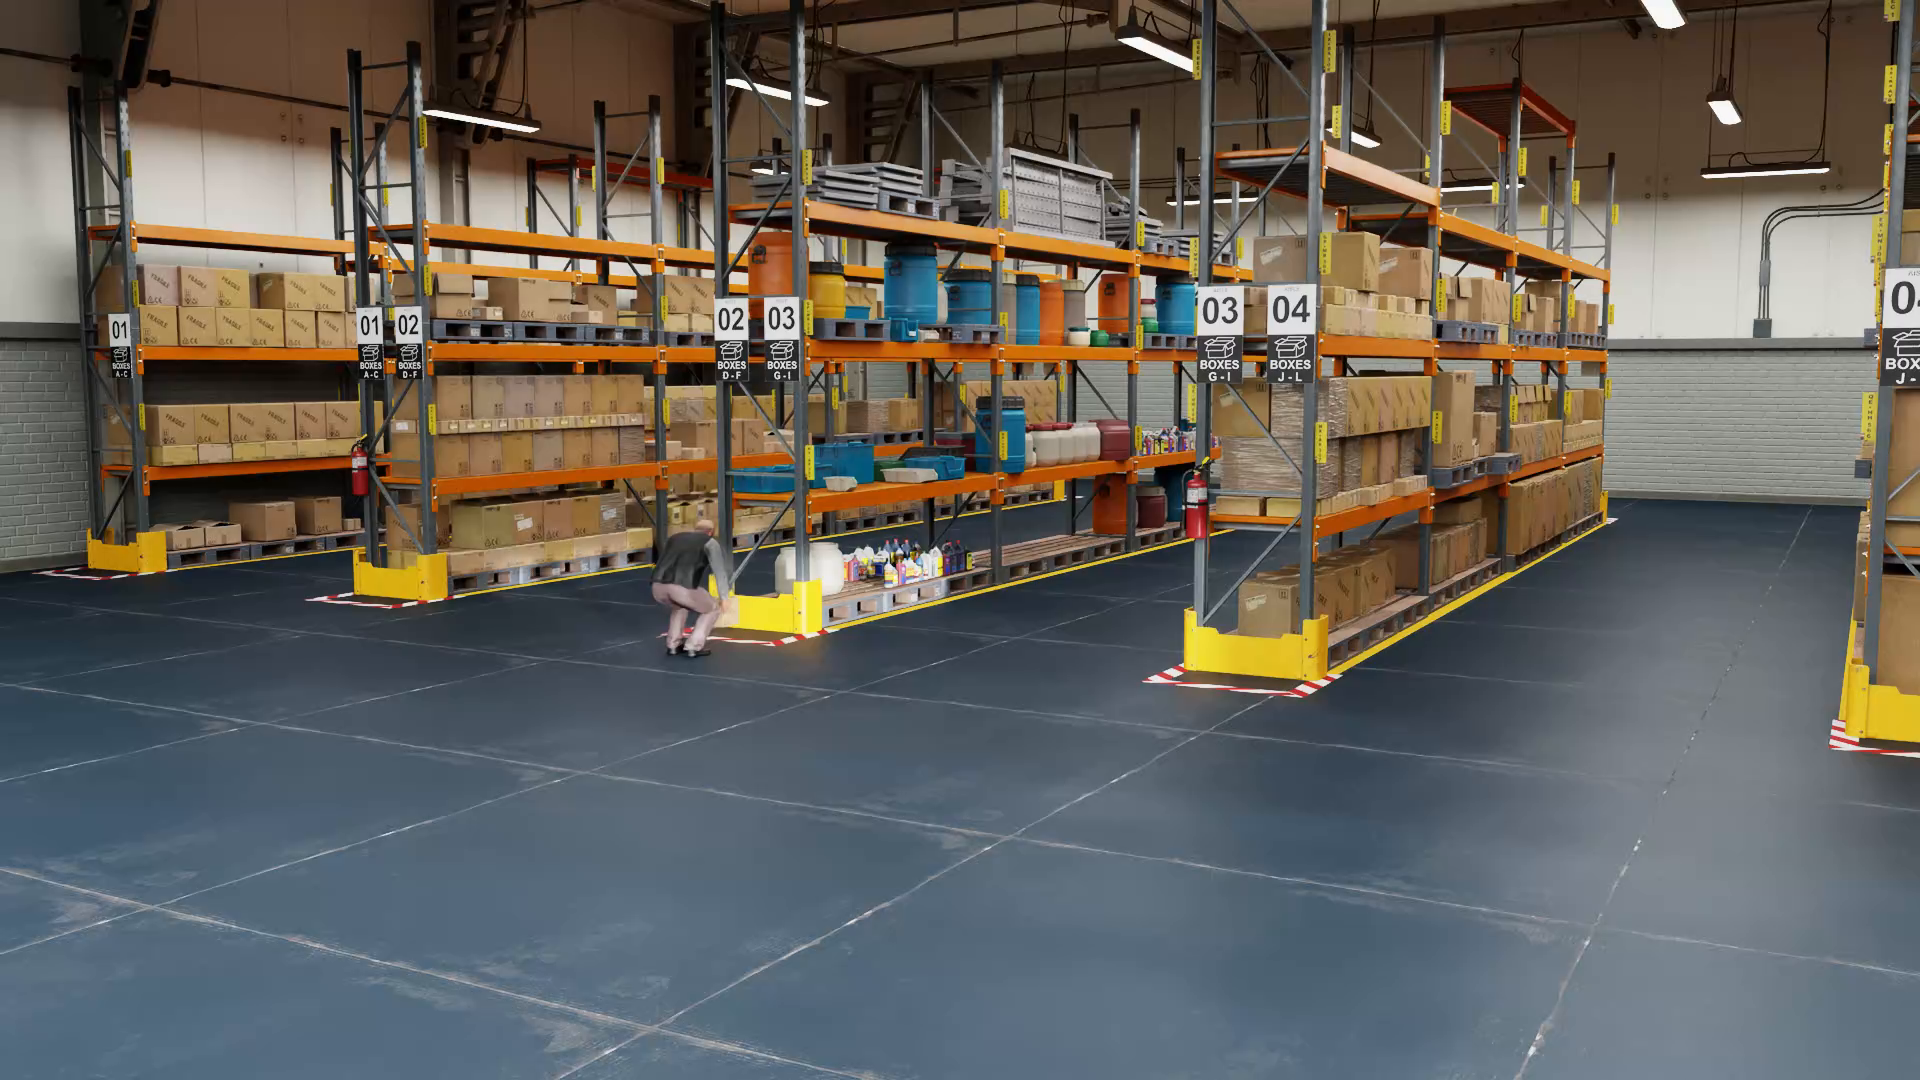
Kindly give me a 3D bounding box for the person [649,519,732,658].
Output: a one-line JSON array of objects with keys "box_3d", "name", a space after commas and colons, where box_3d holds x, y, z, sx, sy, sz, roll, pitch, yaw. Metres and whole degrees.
[{"box_3d": [-2.427, 0.425, 14.794, 0.575, 1.179, 0.806, 3, 7, 28], "name": "person"}]
